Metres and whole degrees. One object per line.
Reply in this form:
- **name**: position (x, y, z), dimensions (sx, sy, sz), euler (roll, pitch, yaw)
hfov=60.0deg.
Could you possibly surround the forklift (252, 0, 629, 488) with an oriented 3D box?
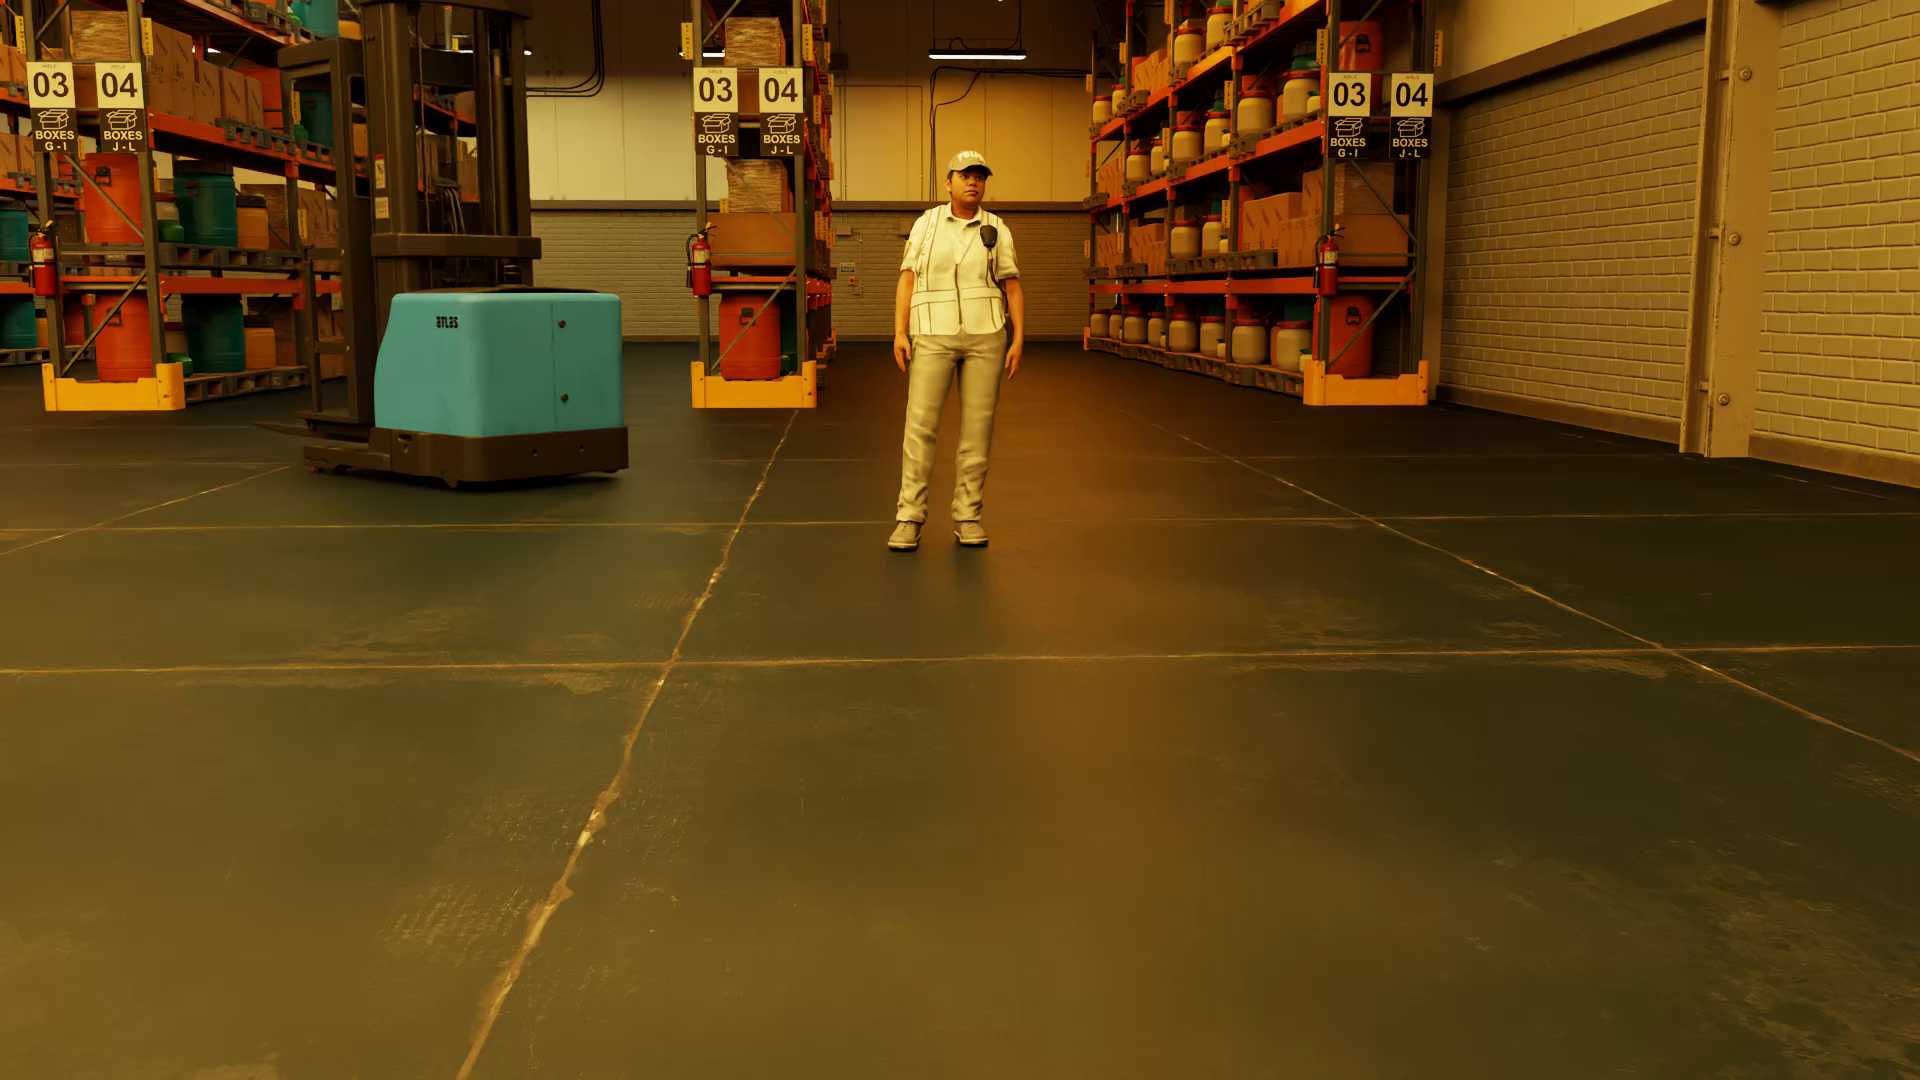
- **forklift**: position (-3.348, -1.890, 10.063), dimensions (3.031, 2.935, 1.130), euler (8, 11, 42)

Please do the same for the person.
- **person**: position (-0.018, -0.821, 7.109), dimensions (0.599, 1.670, 0.529), euler (-1, 8, -4)
